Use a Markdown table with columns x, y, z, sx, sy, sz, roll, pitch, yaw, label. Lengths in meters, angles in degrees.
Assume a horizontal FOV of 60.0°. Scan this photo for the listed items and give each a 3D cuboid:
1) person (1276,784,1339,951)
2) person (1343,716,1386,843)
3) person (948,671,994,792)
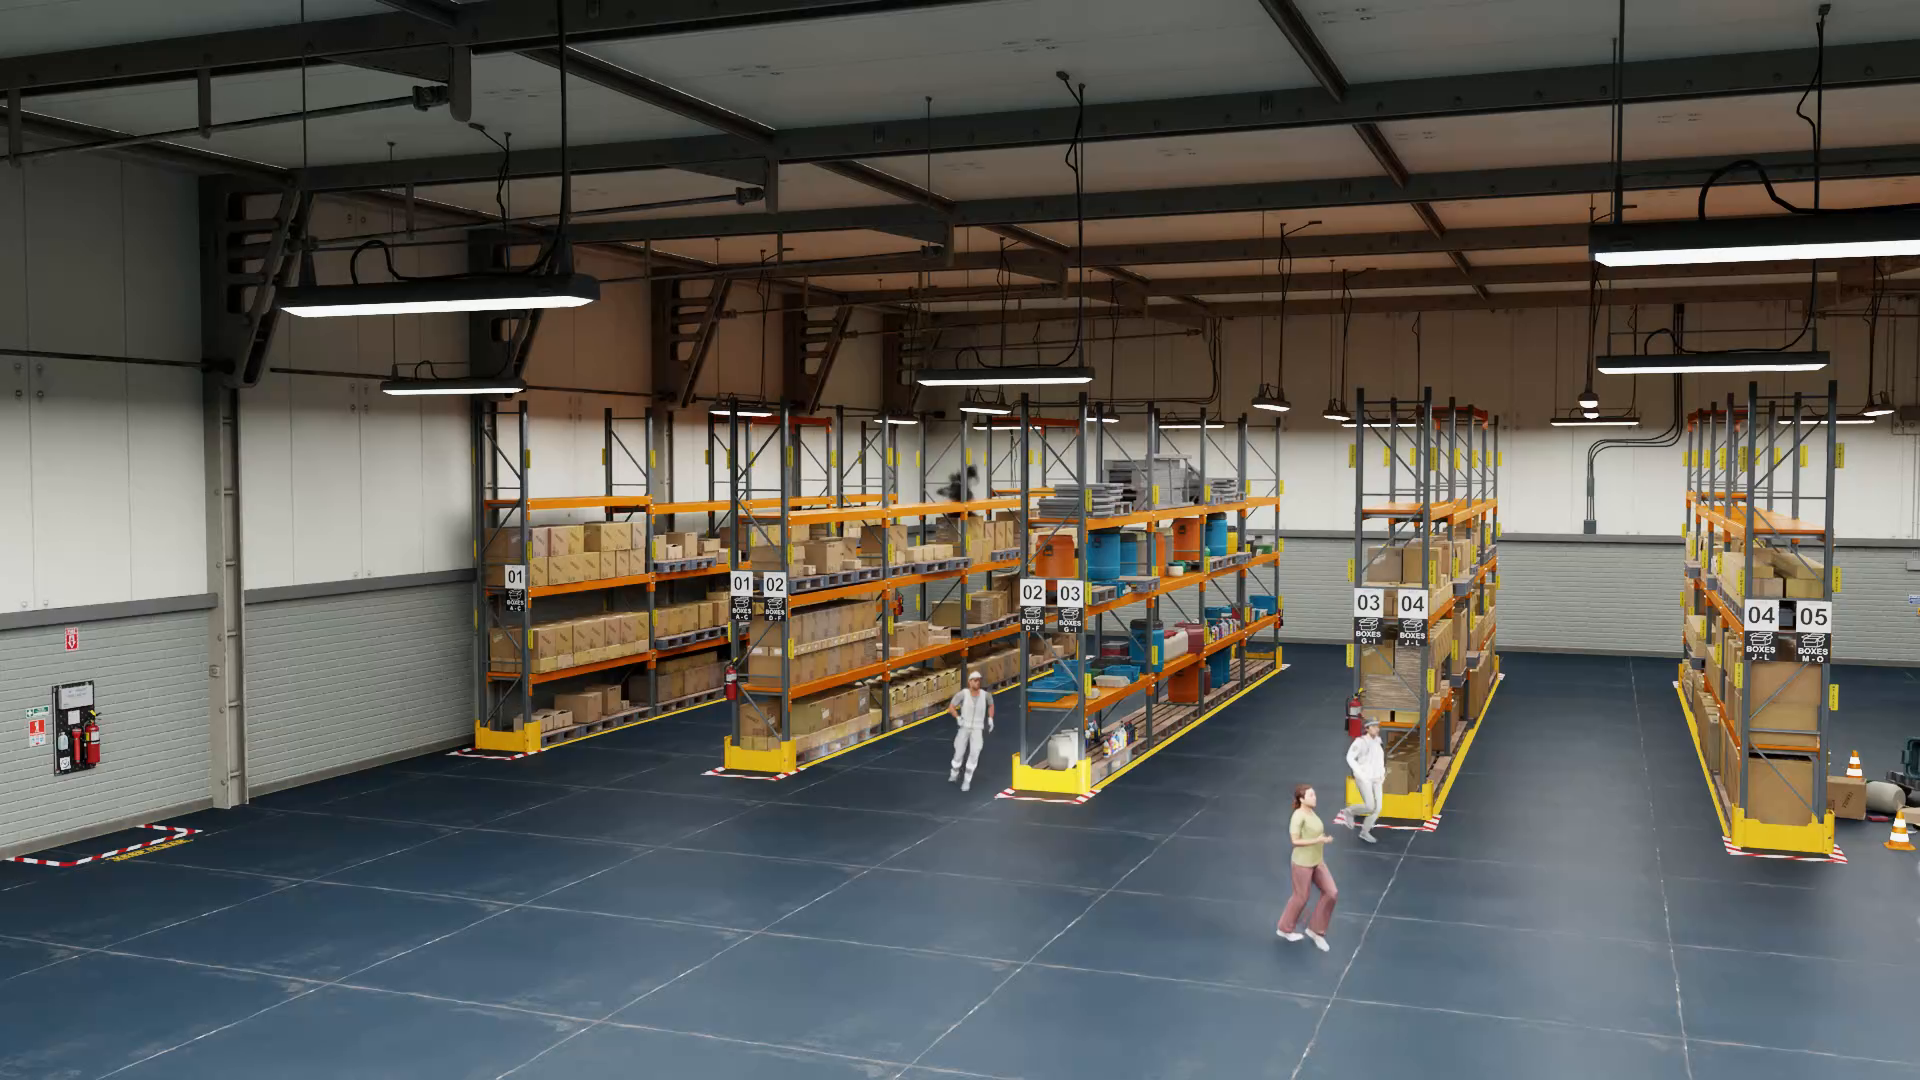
| x | y | z | sx | sy | sz | roll | pitch | yaw | label |
| --- | --- | --- | --- | --- | --- | --- | --- | --- | --- |
| 3.550 | 3.340 | 17.008 | 0.669 | 1.708 | 0.558 | 3 | 4 | 44 | person |
| 5.324 | 3.122 | 21.912 | 0.611 | 1.661 | 0.533 | -2 | 3 | -35 | person |
| 0.179 | 2.895 | 25.313 | 0.718 | 1.800 | 0.686 | 0 | 3 | -5 | person |
